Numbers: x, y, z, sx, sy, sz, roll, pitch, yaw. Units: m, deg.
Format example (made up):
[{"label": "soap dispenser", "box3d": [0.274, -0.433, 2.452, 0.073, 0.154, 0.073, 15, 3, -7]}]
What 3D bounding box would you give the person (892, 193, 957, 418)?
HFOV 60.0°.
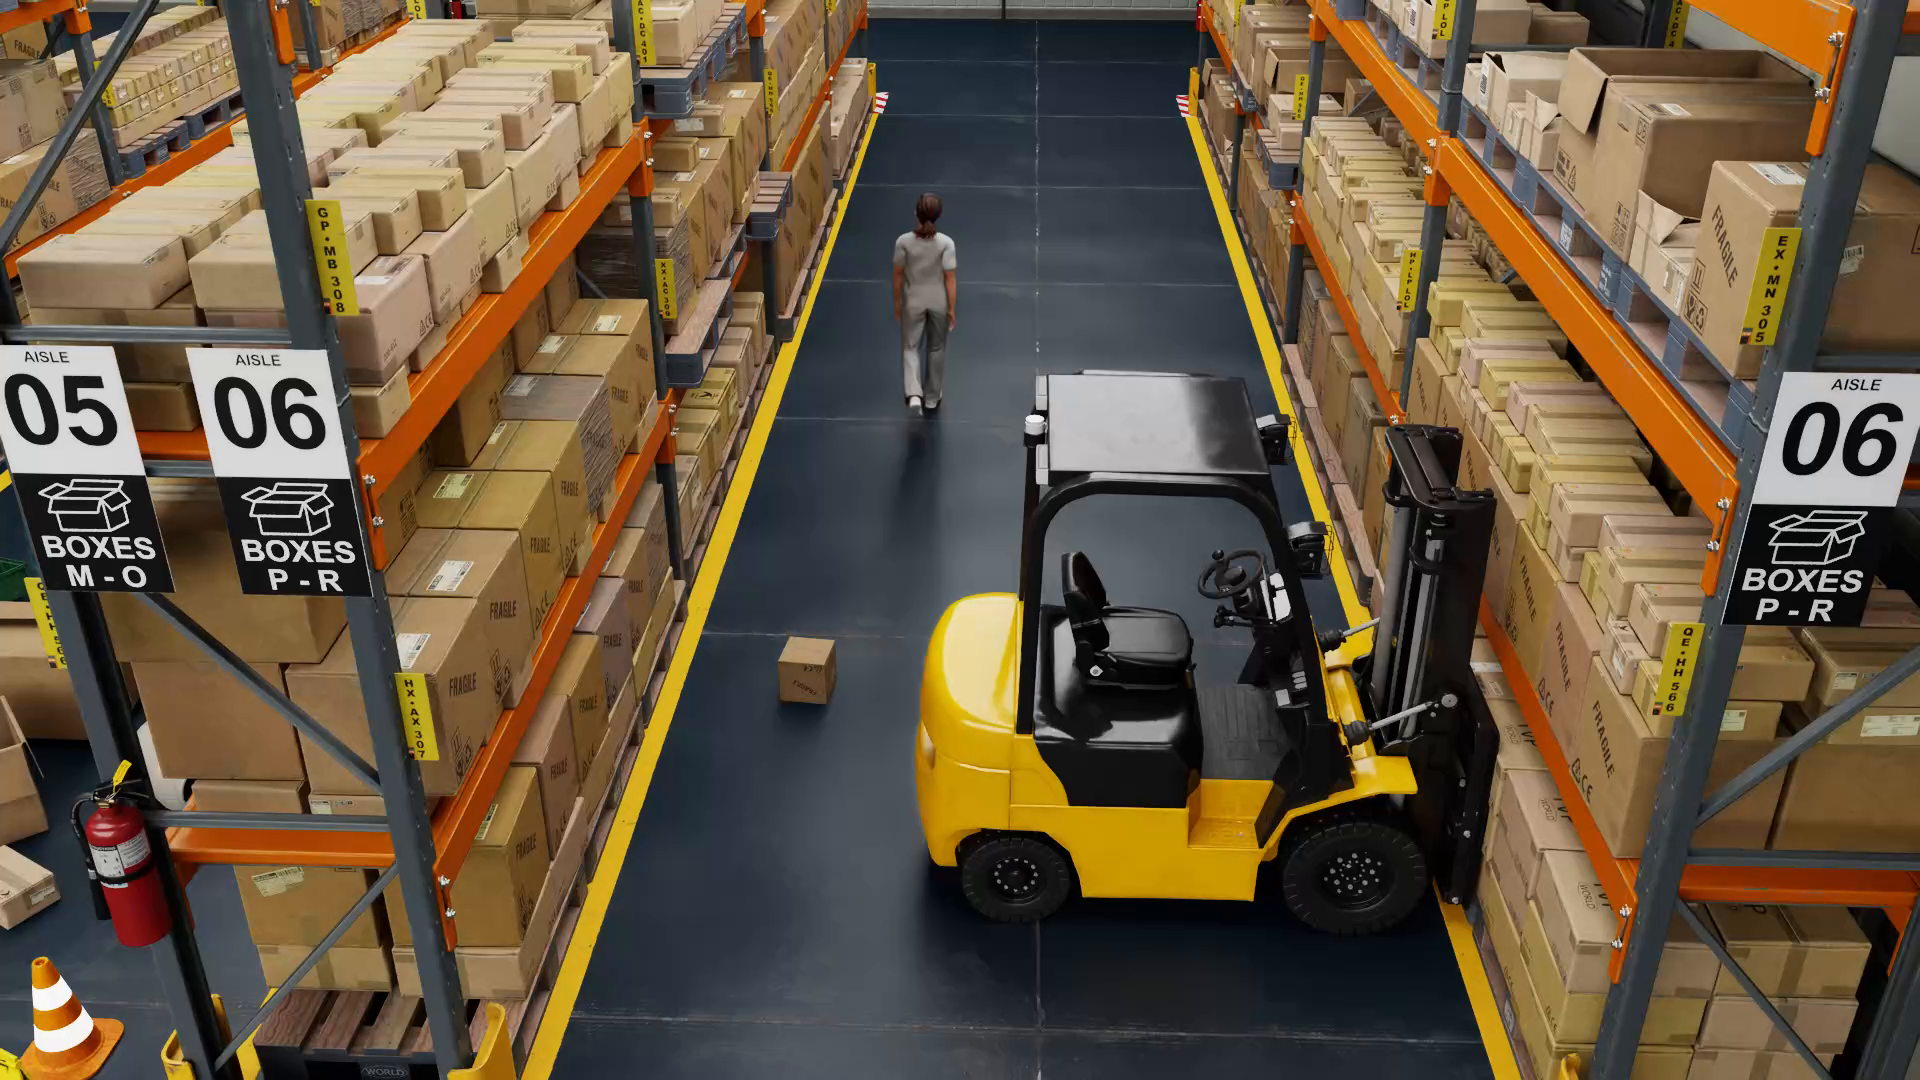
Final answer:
[{"label": "person", "box3d": [-0.248, -1.626, 11.659, 0.451, 1.639, 0.840, 1, 28, 1]}]
